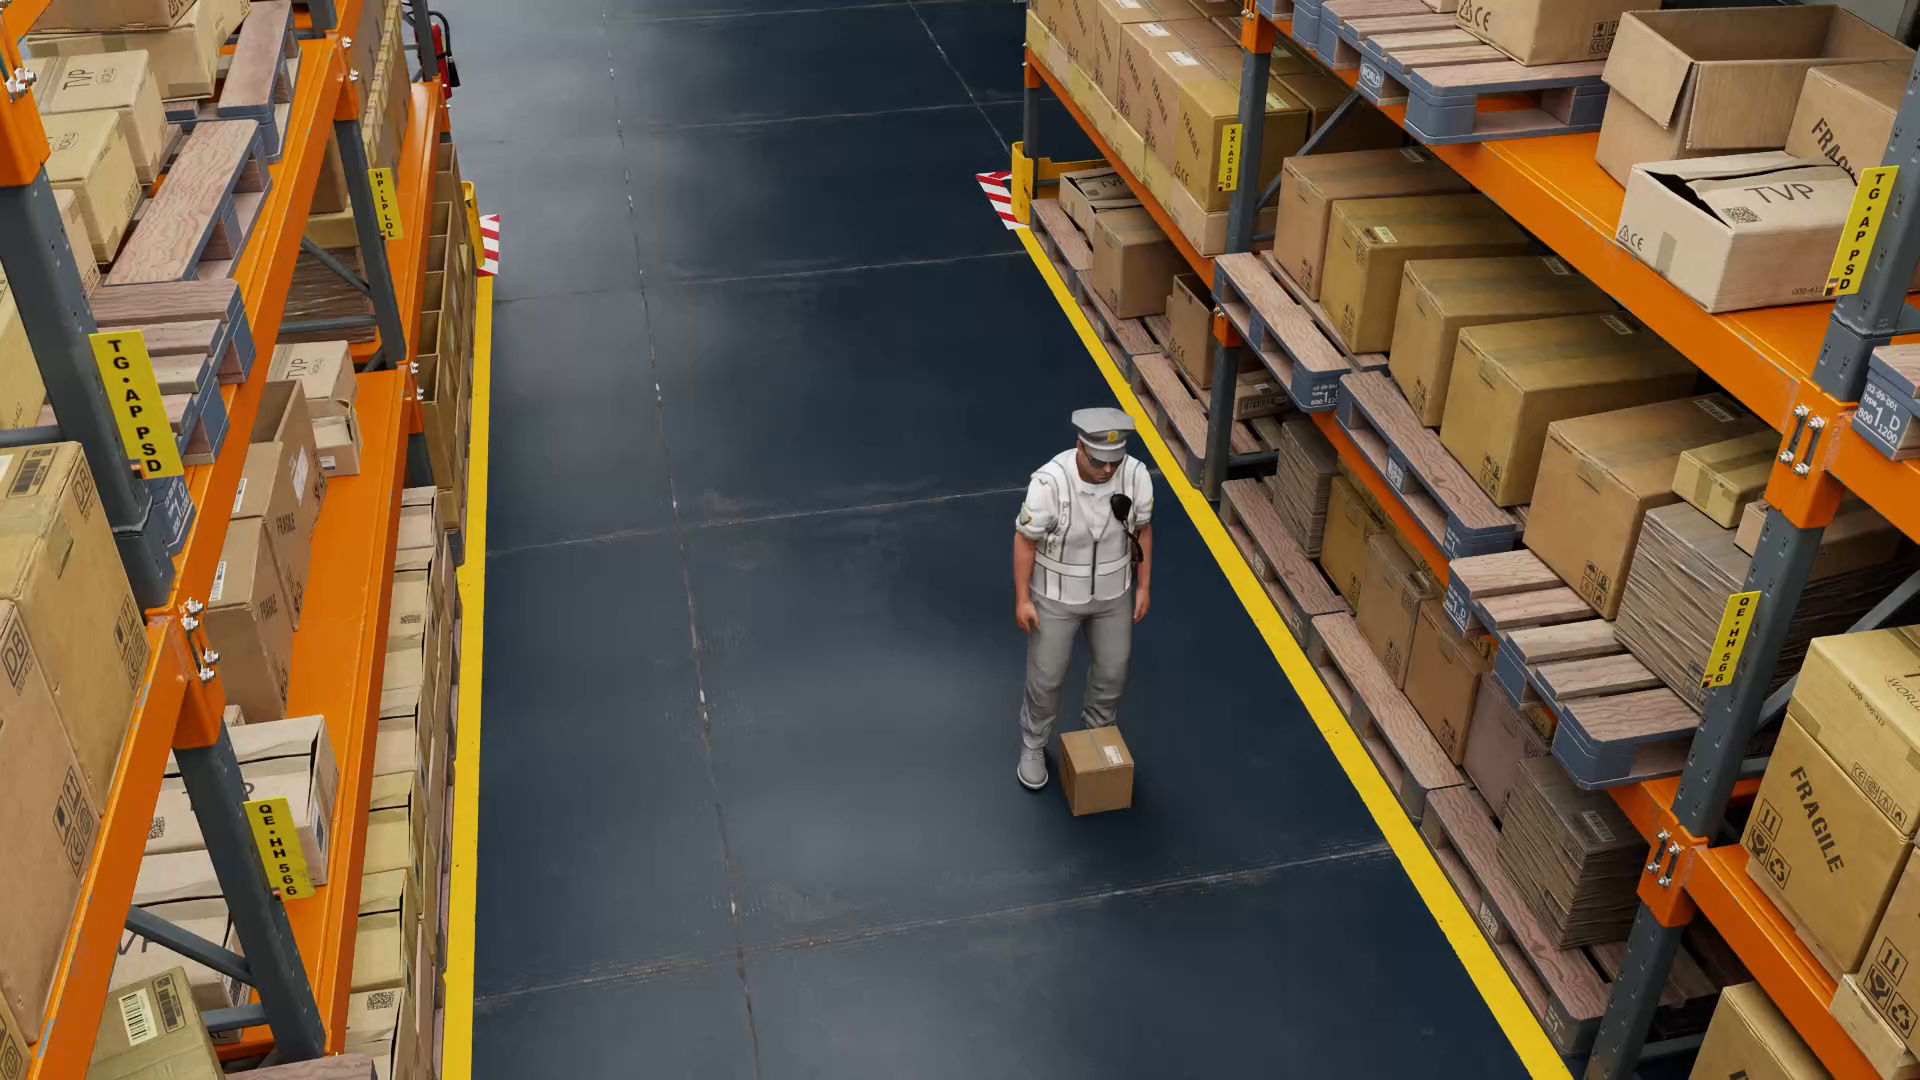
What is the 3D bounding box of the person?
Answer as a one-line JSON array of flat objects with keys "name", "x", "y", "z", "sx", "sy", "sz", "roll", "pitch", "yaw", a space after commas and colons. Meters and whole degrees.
[{"name": "person", "x": 0.501, "y": 0.206, "z": 6.833, "sx": 0.586, "sy": 1.748, "sz": 0.439, "roll": -7, "pitch": 35, "yaw": -10}]
